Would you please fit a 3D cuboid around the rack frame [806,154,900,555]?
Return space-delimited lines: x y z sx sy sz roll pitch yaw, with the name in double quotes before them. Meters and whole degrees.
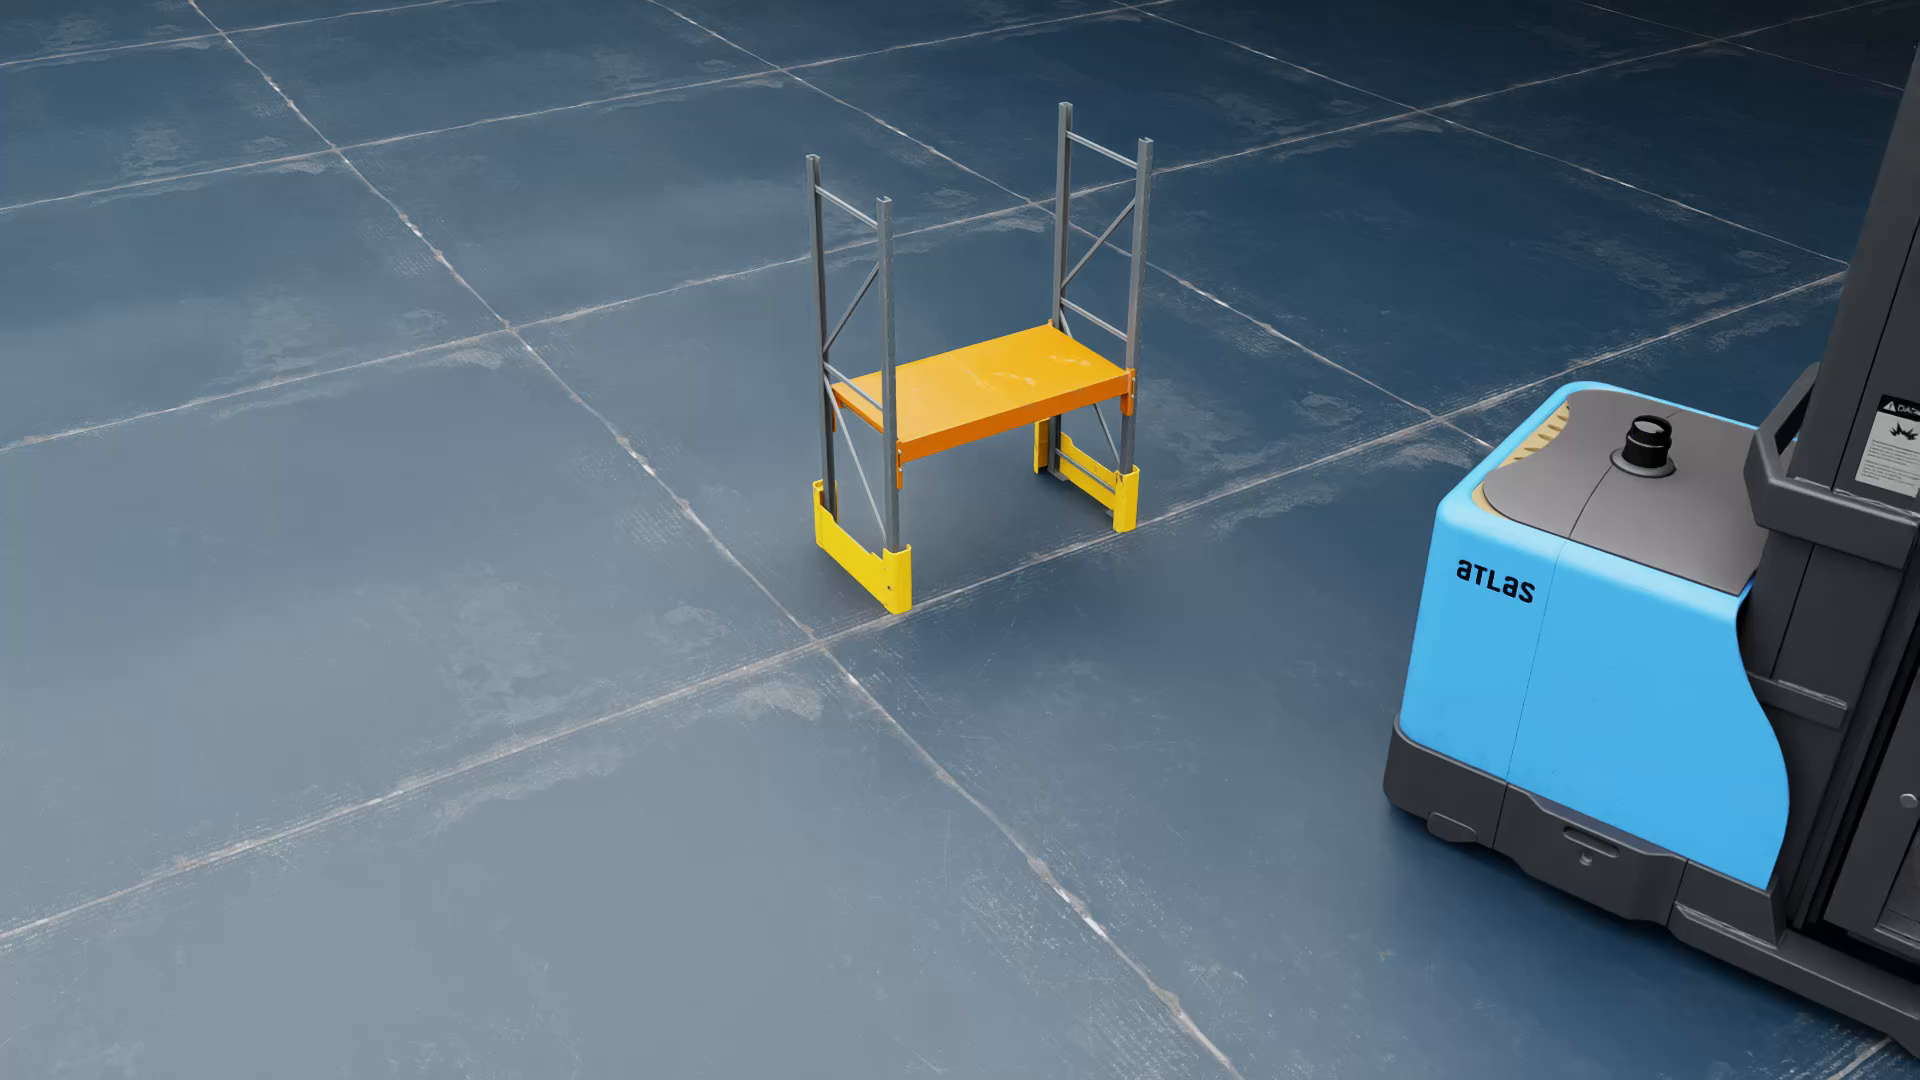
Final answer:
"rack frame" -0.356 -0.512 5.656 0.032 1.500 0.500 -19 37 -27

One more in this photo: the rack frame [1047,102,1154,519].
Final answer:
"rack frame" 0.499 -0.806 6.122 0.032 1.500 0.500 -19 37 -27

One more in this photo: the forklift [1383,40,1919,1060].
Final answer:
"forklift" 2.729 -0.145 3.733 3.031 2.935 1.130 23 39 32

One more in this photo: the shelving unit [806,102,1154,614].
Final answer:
"shelving unit" 0.064 -0.656 5.885 1.083 1.500 0.587 -19 37 -27

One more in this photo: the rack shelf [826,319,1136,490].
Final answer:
"rack shelf" 0.072 -0.507 5.985 1.000 0.185 0.538 -19 37 -27

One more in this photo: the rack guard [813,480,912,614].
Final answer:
"rack guard" -0.355 0.016 5.990 0.087 0.250 0.587 -19 37 -27

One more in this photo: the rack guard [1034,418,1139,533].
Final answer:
"rack guard" 0.483 -0.272 6.446 0.087 0.250 0.587 -19 37 -27
